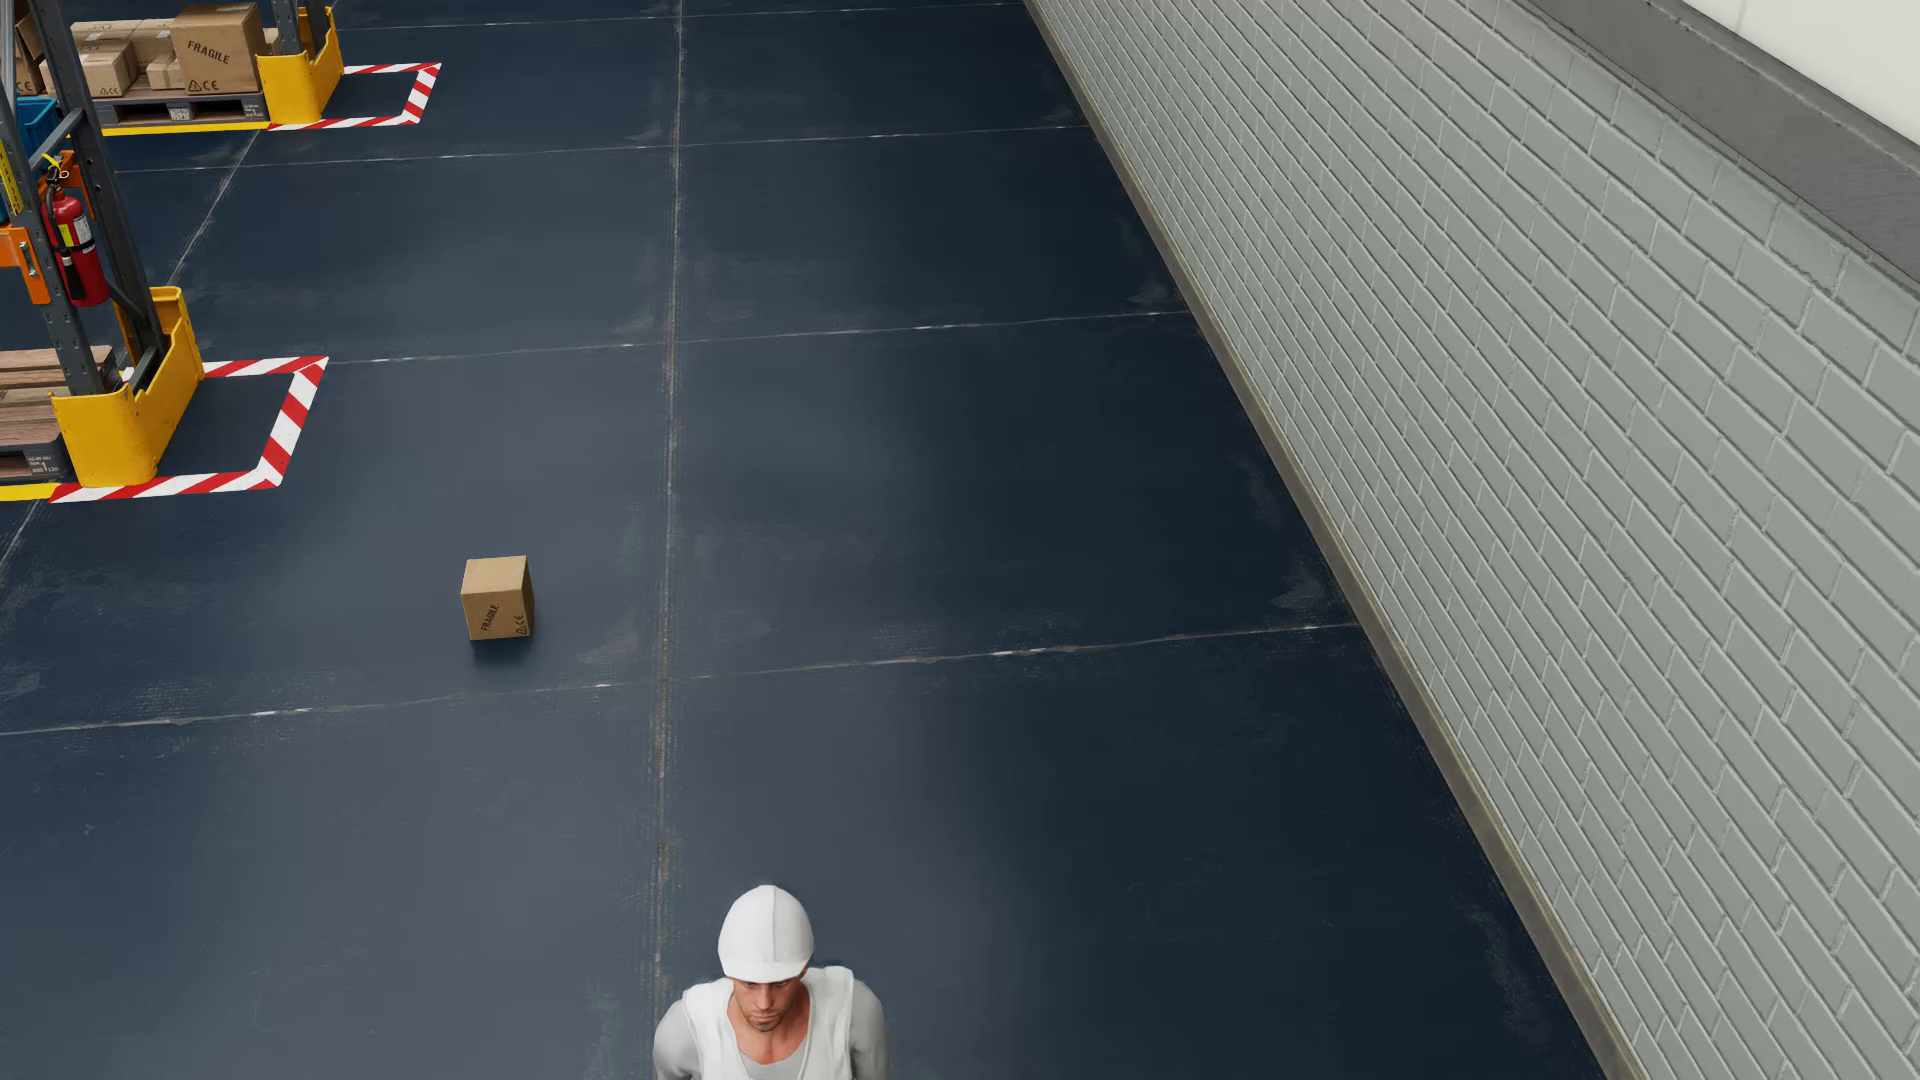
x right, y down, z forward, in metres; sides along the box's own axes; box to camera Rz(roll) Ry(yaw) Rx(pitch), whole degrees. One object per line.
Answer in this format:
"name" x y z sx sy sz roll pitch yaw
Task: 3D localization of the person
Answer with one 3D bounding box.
"person" -0.405 1.513 3.880 0.523 1.780 0.481 -7 35 -11
